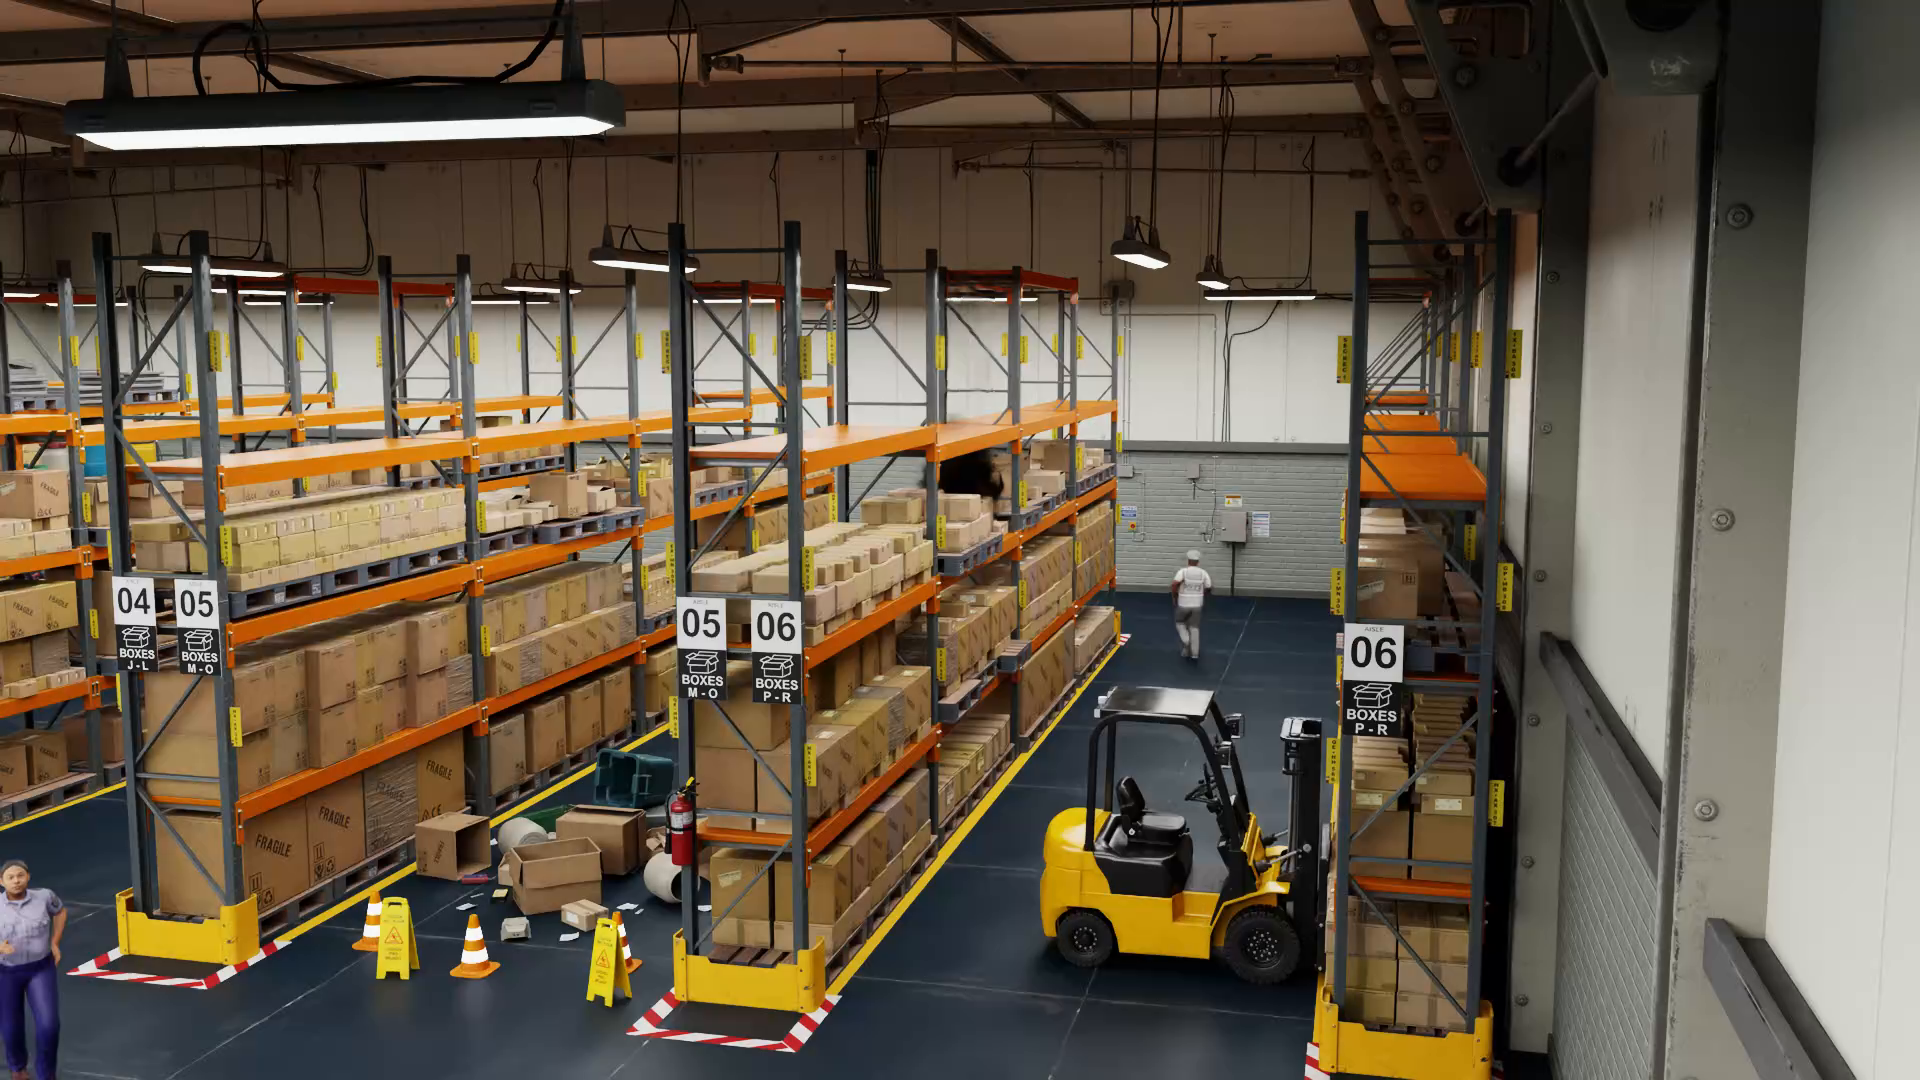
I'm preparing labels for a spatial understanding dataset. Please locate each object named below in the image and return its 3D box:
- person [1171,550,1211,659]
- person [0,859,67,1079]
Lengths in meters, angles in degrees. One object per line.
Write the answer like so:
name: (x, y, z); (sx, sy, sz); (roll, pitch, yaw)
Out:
person: (3.707, 1.034, 26.826); (0.672, 1.759, 0.629); (0, 7, -1)
person: (-6.345, 2.999, 11.276); (0.584, 1.687, 0.679); (-4, 8, -32)
